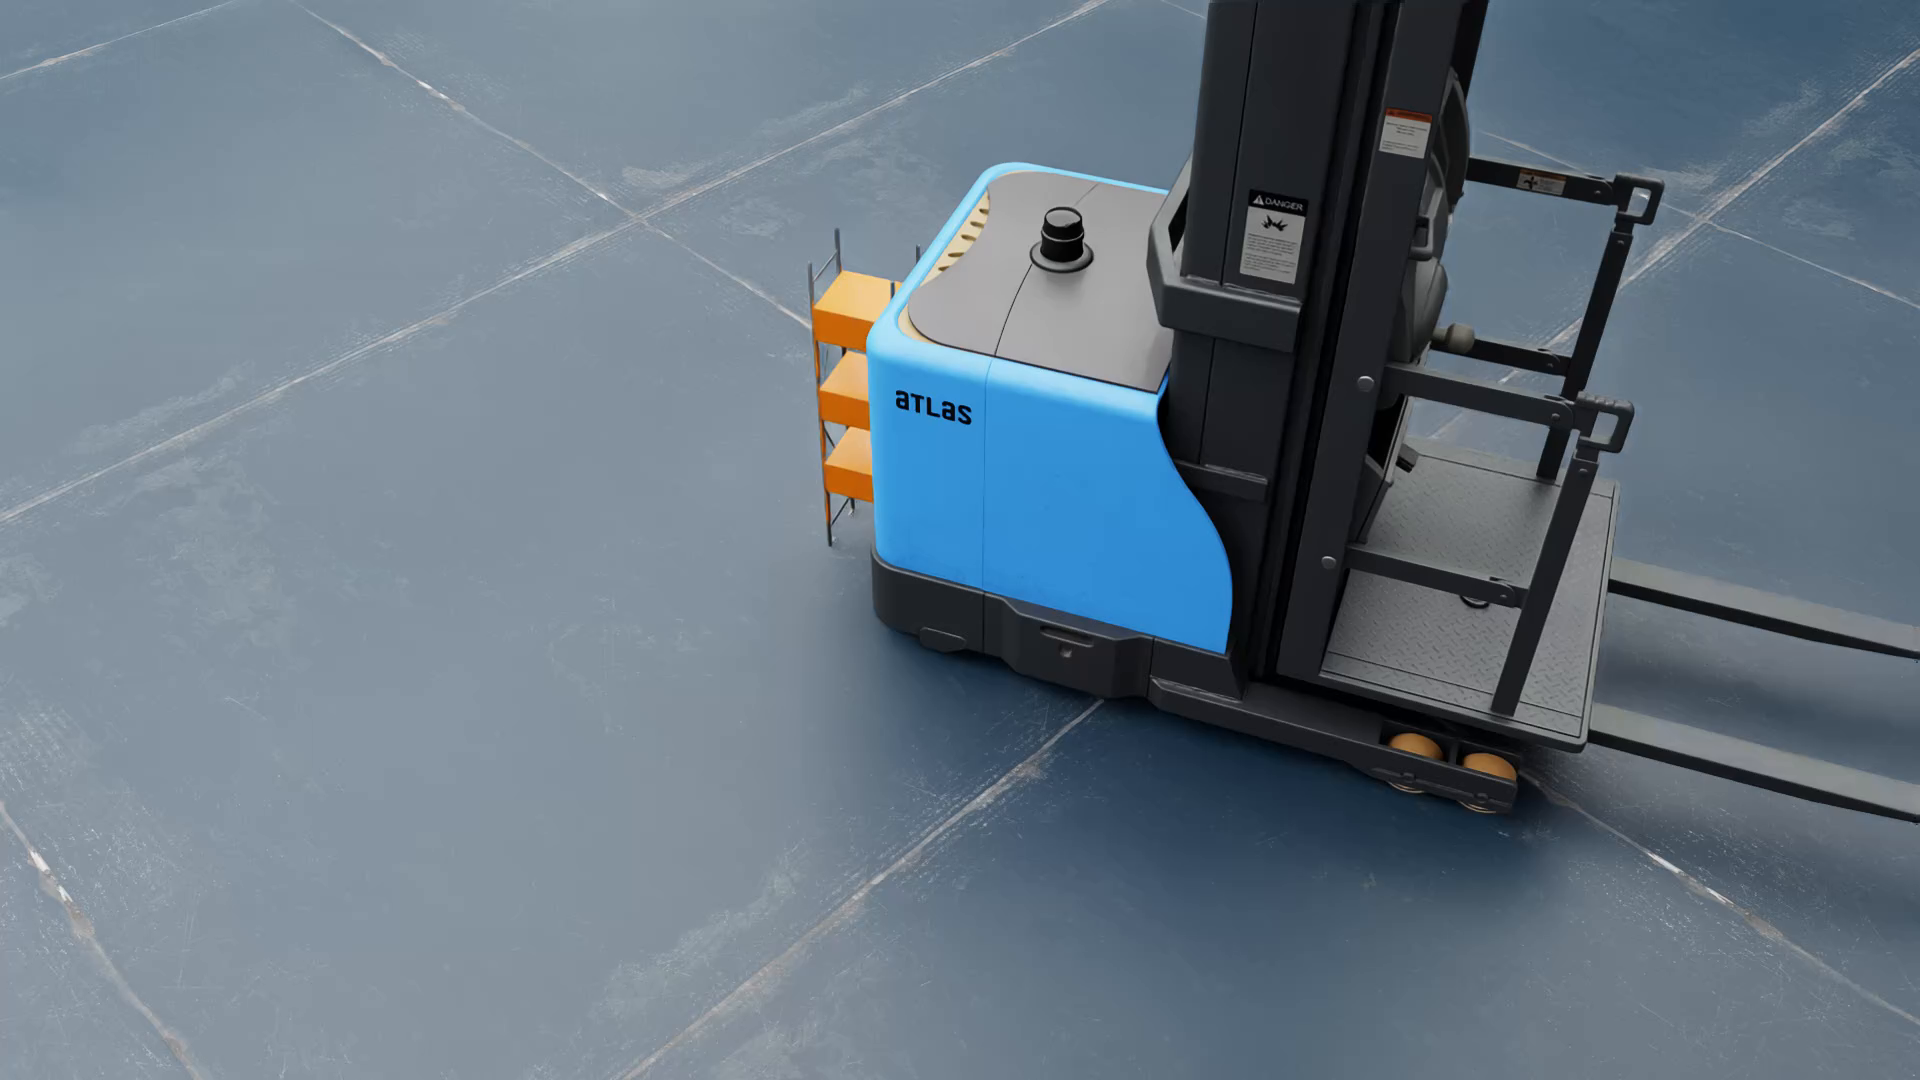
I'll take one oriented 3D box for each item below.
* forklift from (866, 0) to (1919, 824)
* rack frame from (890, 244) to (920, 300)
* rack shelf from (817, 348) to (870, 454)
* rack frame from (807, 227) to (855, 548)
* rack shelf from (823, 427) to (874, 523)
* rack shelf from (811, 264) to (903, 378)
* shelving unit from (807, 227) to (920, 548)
[{"bbox_3d":[1.315,-0.756,3.908,3.031,2.935,1.130,14,45,15],"label":"forklift"},{"bbox_3d":[-0.148,-0.367,4.873,0.008,1.050,0.200,14,45,15],"label":"rack frame"},{"bbox_3d":[-0.262,-0.388,4.912,0.240,0.259,0.215,14,45,15],"label":"rack shelf"},{"bbox_3d":[-0.376,-0.425,4.937,0.008,1.050,0.200,14,45,15],"label":"rack frame"},{"bbox_3d":[-0.262,-0.184,5.101,0.240,0.259,0.215,14,45,15],"label":"rack shelf"},{"bbox_3d":[-0.262,-0.597,4.720,0.240,0.259,0.215,14,45,15],"label":"rack shelf"},{"bbox_3d":[-0.262,-0.396,4.905,0.252,1.050,0.215,14,45,15],"label":"shelving unit"}]
